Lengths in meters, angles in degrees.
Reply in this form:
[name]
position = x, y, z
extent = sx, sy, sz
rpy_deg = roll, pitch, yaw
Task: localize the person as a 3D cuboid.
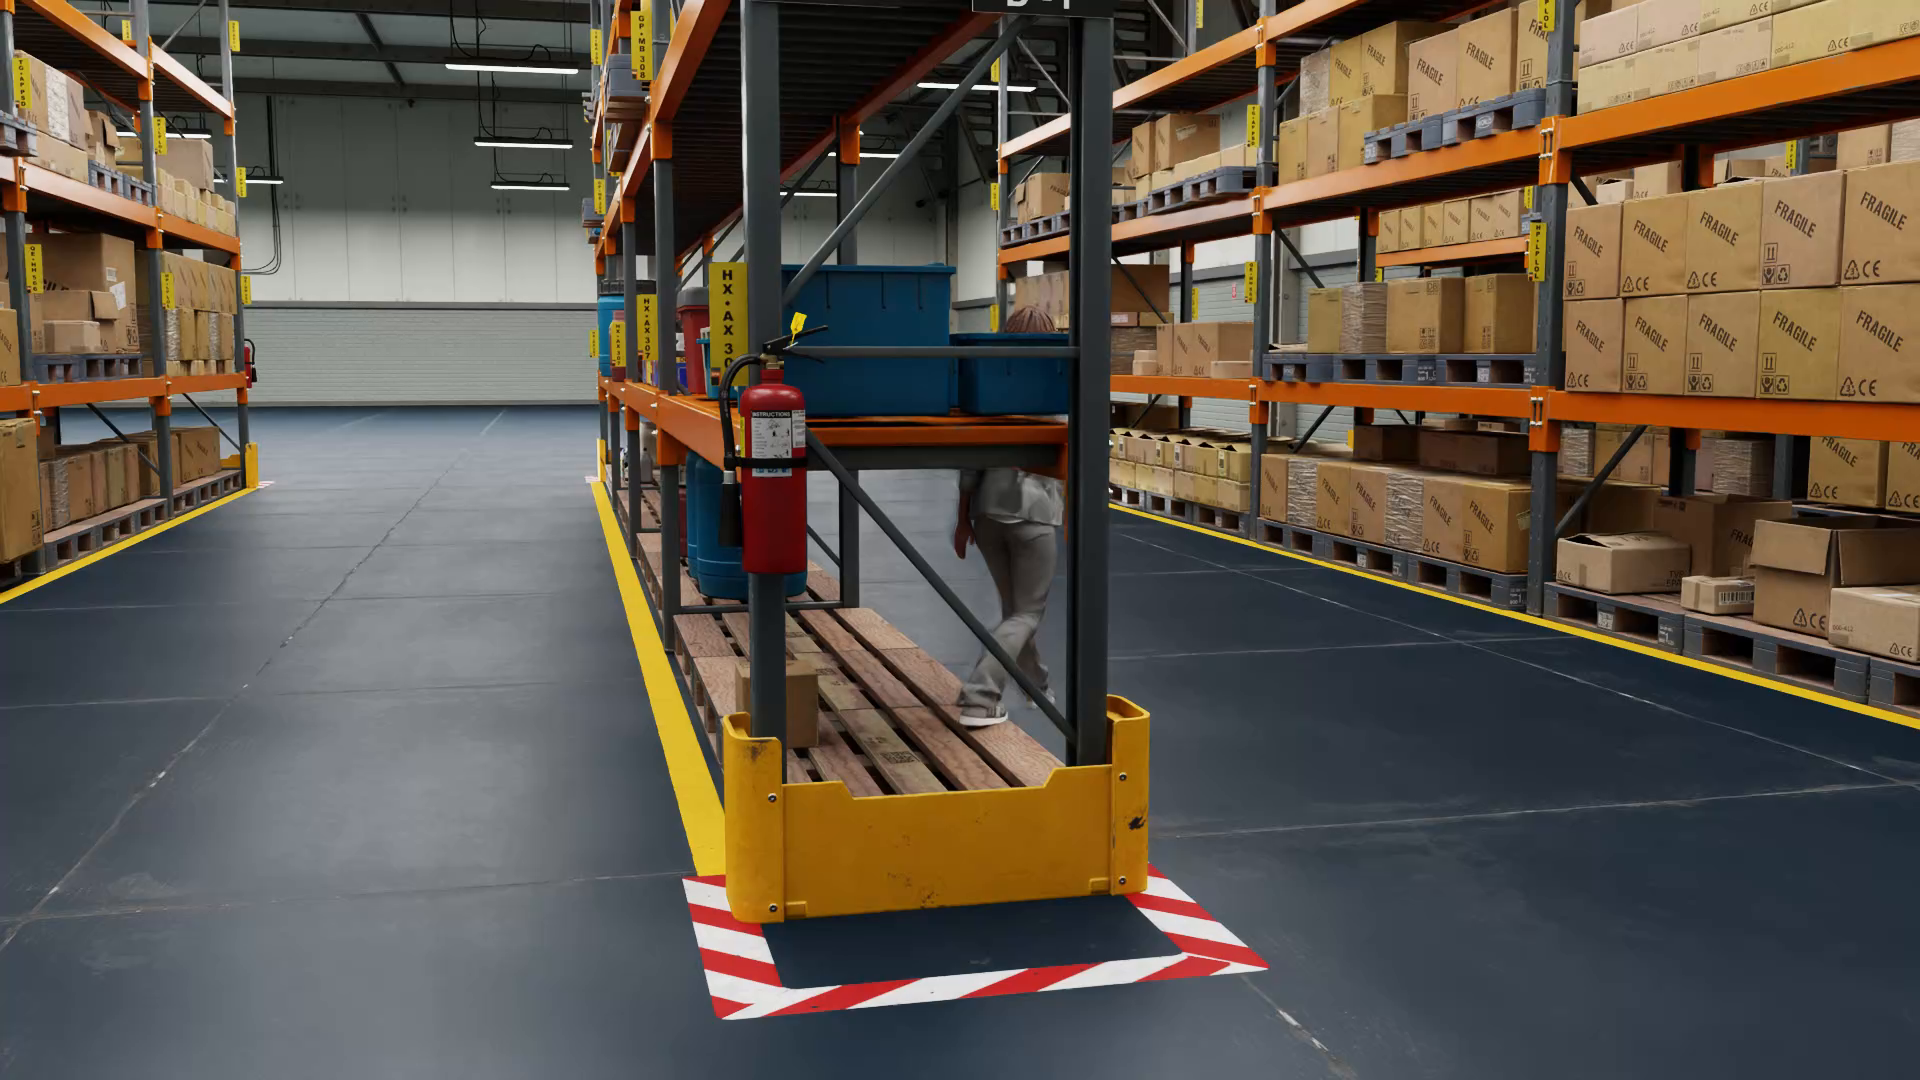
[person]
position = 0.245, -0.078, 6.055
extent = 0.422, 1.540, 0.903
rpy_deg = 4, 7, 31
